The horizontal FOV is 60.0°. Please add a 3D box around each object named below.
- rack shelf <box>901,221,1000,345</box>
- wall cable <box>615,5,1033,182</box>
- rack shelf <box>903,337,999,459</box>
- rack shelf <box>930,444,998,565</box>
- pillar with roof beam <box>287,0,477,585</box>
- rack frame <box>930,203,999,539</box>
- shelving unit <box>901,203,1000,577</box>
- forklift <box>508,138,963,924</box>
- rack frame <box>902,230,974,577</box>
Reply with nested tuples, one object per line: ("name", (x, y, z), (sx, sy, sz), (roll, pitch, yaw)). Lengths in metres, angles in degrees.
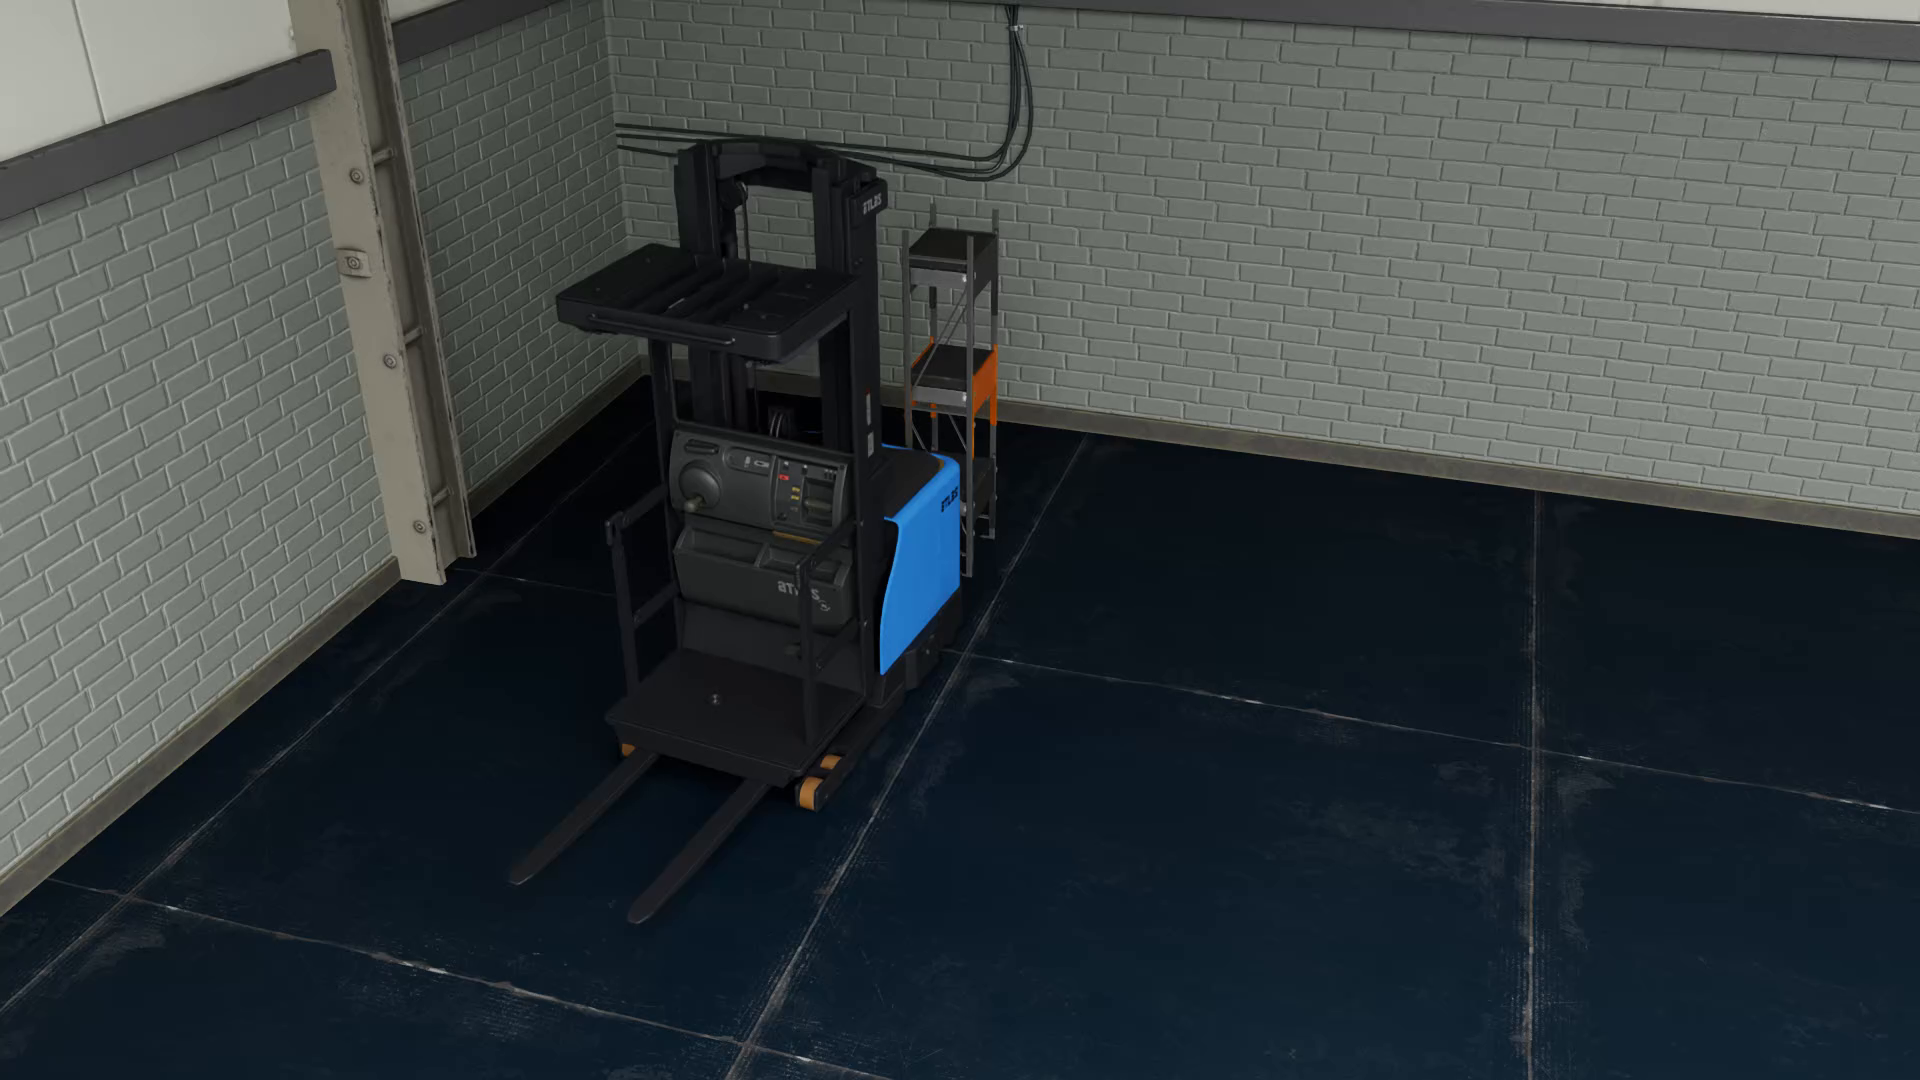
("rack shelf", (-0.049, -1.440, 9.303), (0.431, 0.518, 0.480), (8, 30, 15))
("wall cable", (-1.017, -3.602, 10.697), (3.097, 2.526, 0.112), (8, 30, 15))
("rack shelf", (-0.049, -0.829, 9.643), (0.431, 0.518, 0.480), (8, 30, 15))
("rack shelf", (-0.049, -0.217, 9.983), (0.431, 0.518, 0.480), (8, 30, 15))
("pillar with roof beam", (0.970, -3.164, 6.717), (9.100, 9.000, 0.400), (8, 30, 15))
("rack frame", (0.023, -0.954, 9.840), (0.400, 2.100, 0.015), (8, 30, 15))
("shelving unit", (-0.049, -0.841, 9.636), (0.431, 2.100, 0.503), (8, 30, 15))
("forklift", (-1.041, -0.222, 7.669), (1.130, 2.935, 3.031), (12, 31, 21))
("rack frame", (-0.120, -0.727, 9.433), (0.400, 2.100, 0.015), (8, 30, 15))
